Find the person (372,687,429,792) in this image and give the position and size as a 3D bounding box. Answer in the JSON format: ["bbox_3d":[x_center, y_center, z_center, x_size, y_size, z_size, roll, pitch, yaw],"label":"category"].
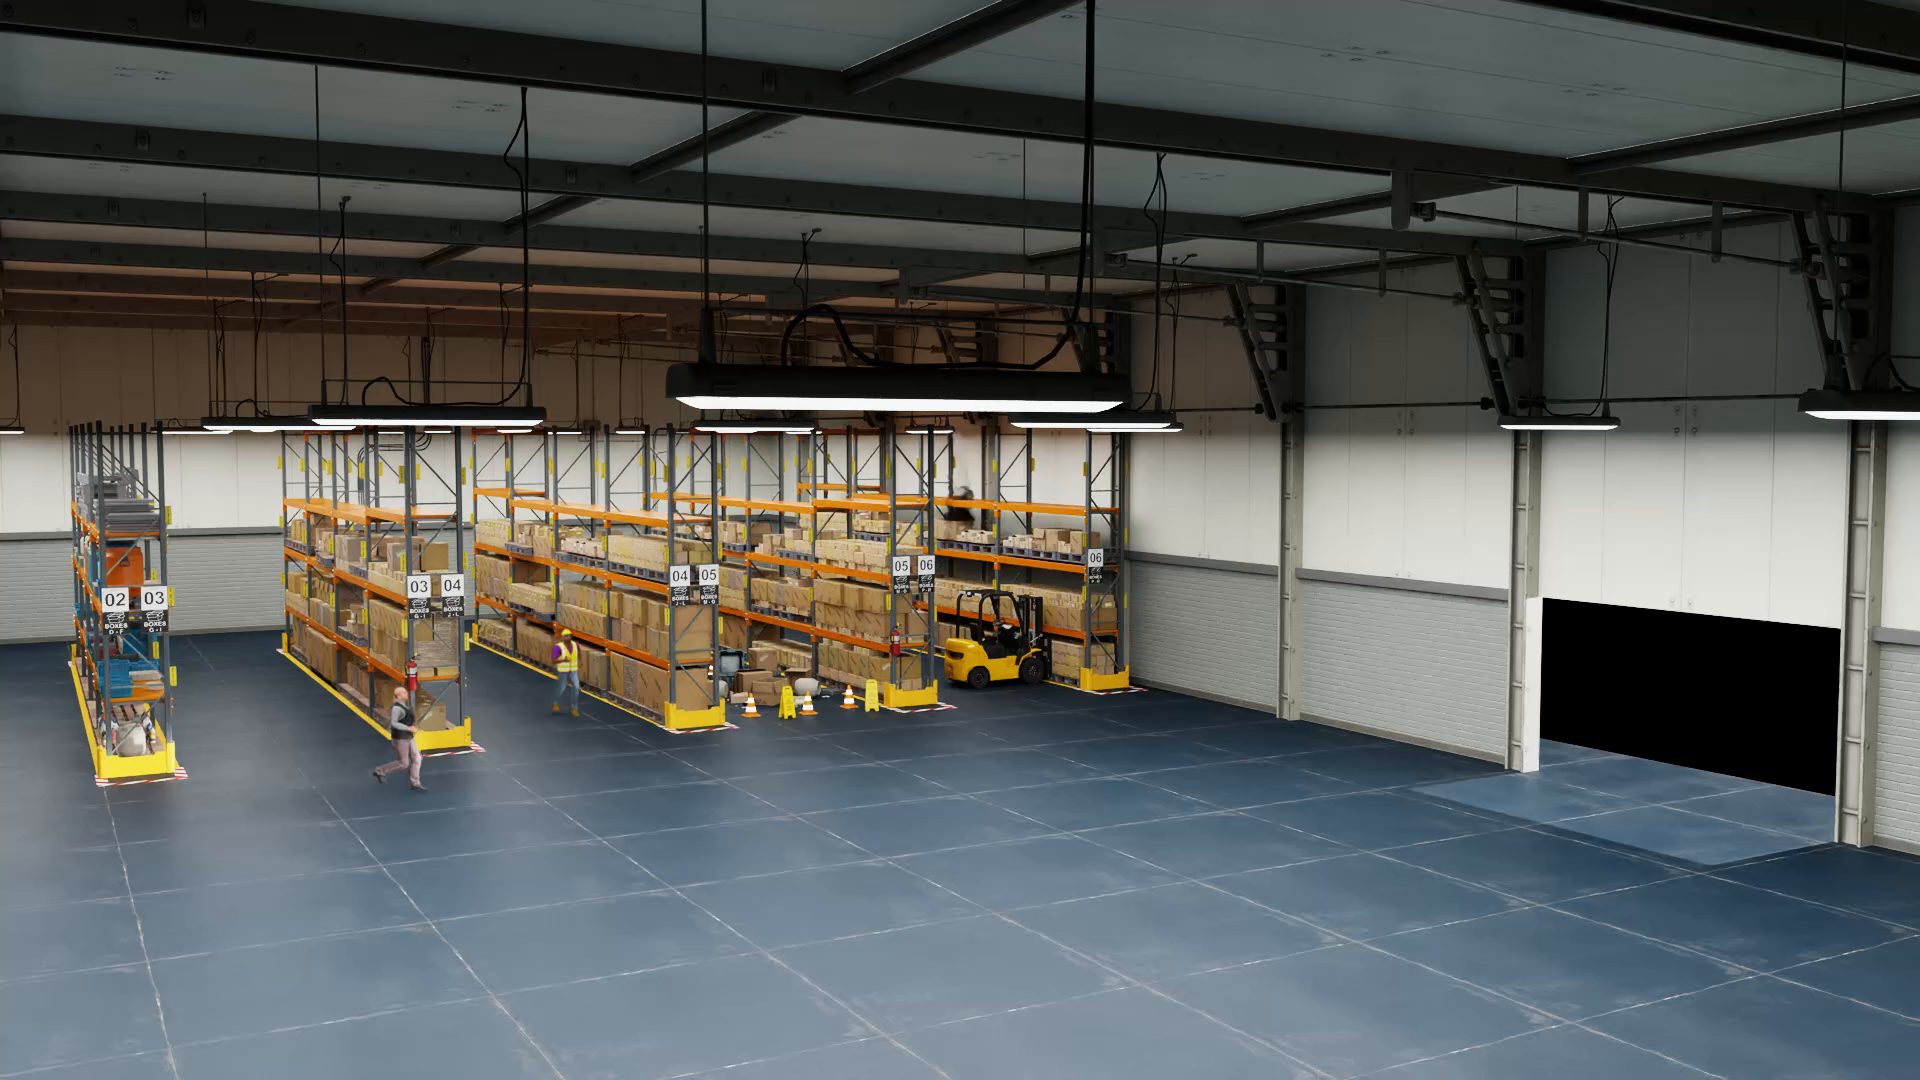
[{"bbox_3d":[-9.024,3.224,26.825,0.864,1.719,0.662,0,4,-3],"label":"person"}]

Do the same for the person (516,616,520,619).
[{"bbox_3d":[-12.705,1.804,48.459,0.992,1.781,0.679,-3,4,-37],"label":"person"}]

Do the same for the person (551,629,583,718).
[{"bbox_3d":[-8.092,2.729,34.239,0.710,1.820,0.906,-2,4,-35],"label":"person"}]
